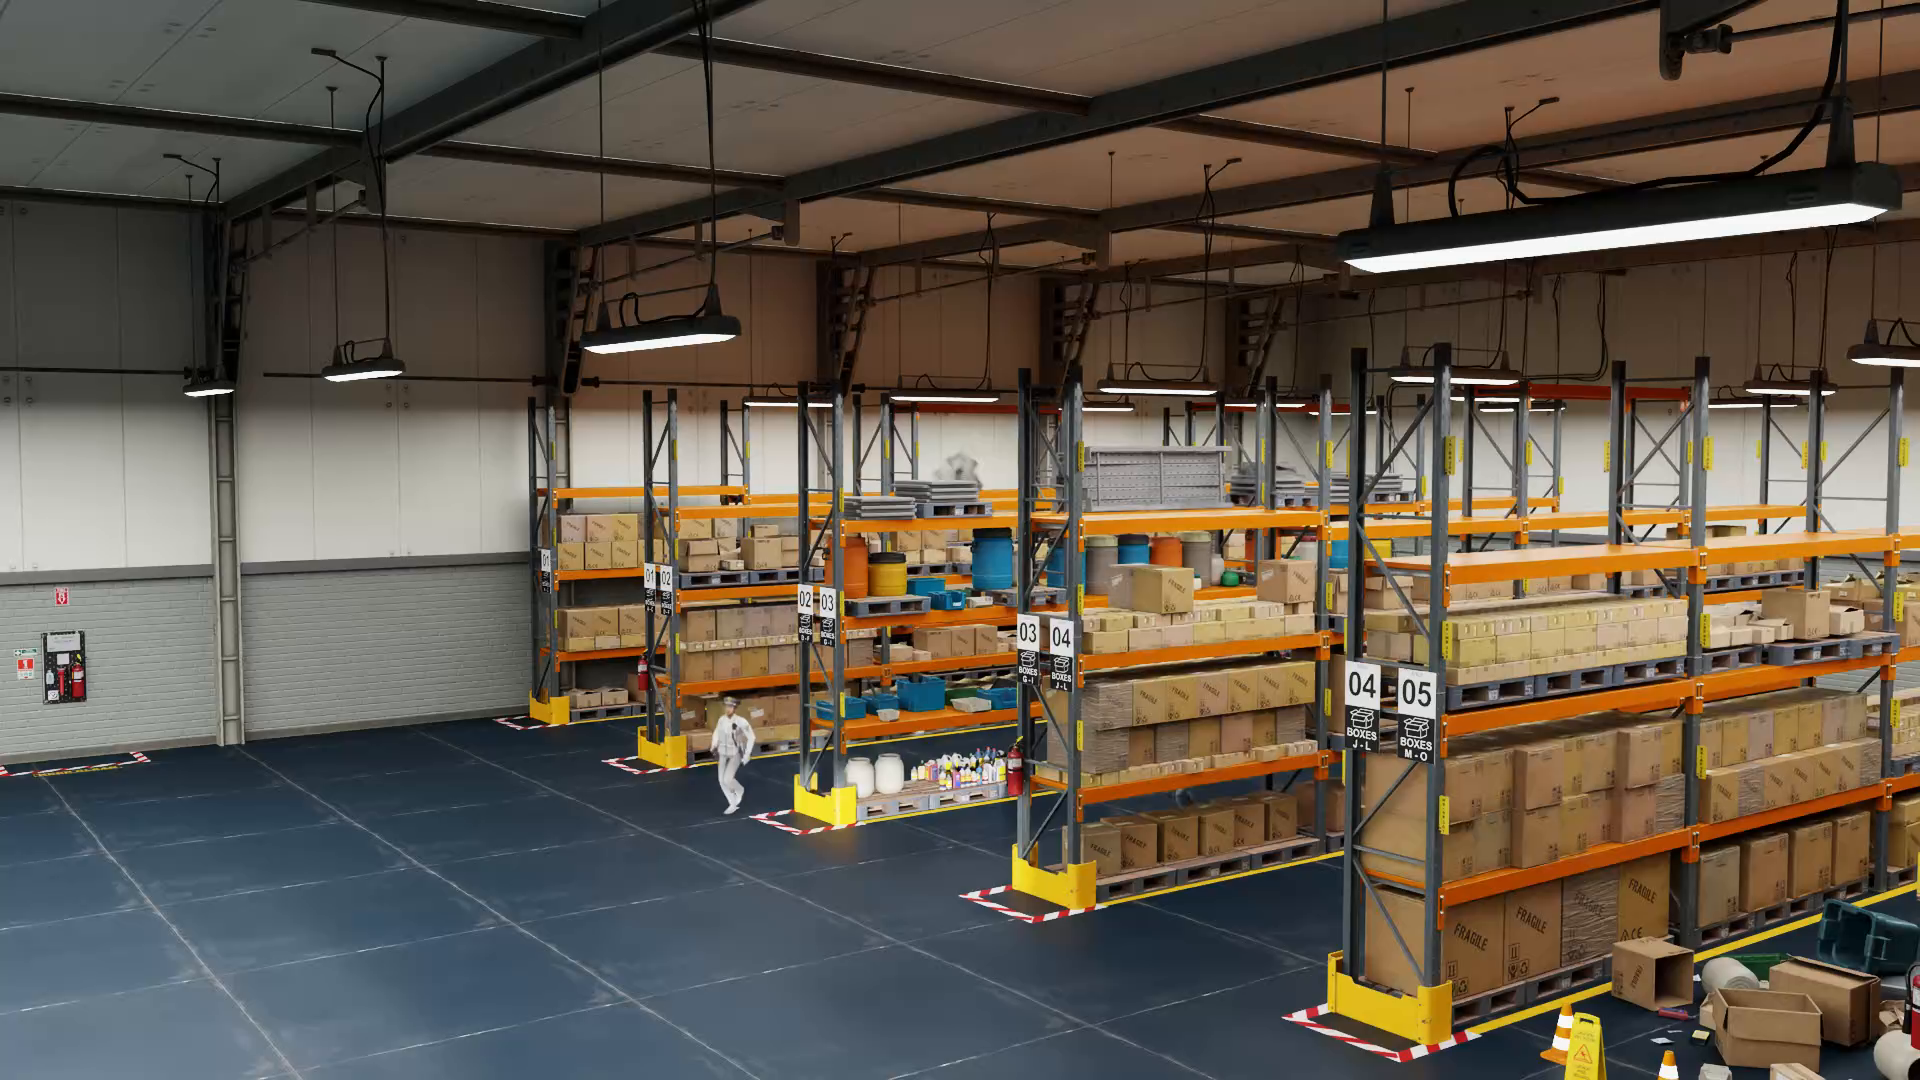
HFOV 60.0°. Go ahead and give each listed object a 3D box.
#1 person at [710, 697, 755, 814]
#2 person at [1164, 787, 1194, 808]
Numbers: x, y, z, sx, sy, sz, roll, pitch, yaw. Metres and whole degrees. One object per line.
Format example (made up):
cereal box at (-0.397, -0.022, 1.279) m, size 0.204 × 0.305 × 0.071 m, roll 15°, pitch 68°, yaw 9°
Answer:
person at (-3.186, 2.990, 23.092) m, size 0.639 × 1.655 × 0.540 m, roll 2°, pitch 4°, yaw 25°
person at (3.017, 2.986, 22.274) m, size 0.690 × 1.721 × 0.606 m, roll 3°, pitch 5°, yaw 43°
